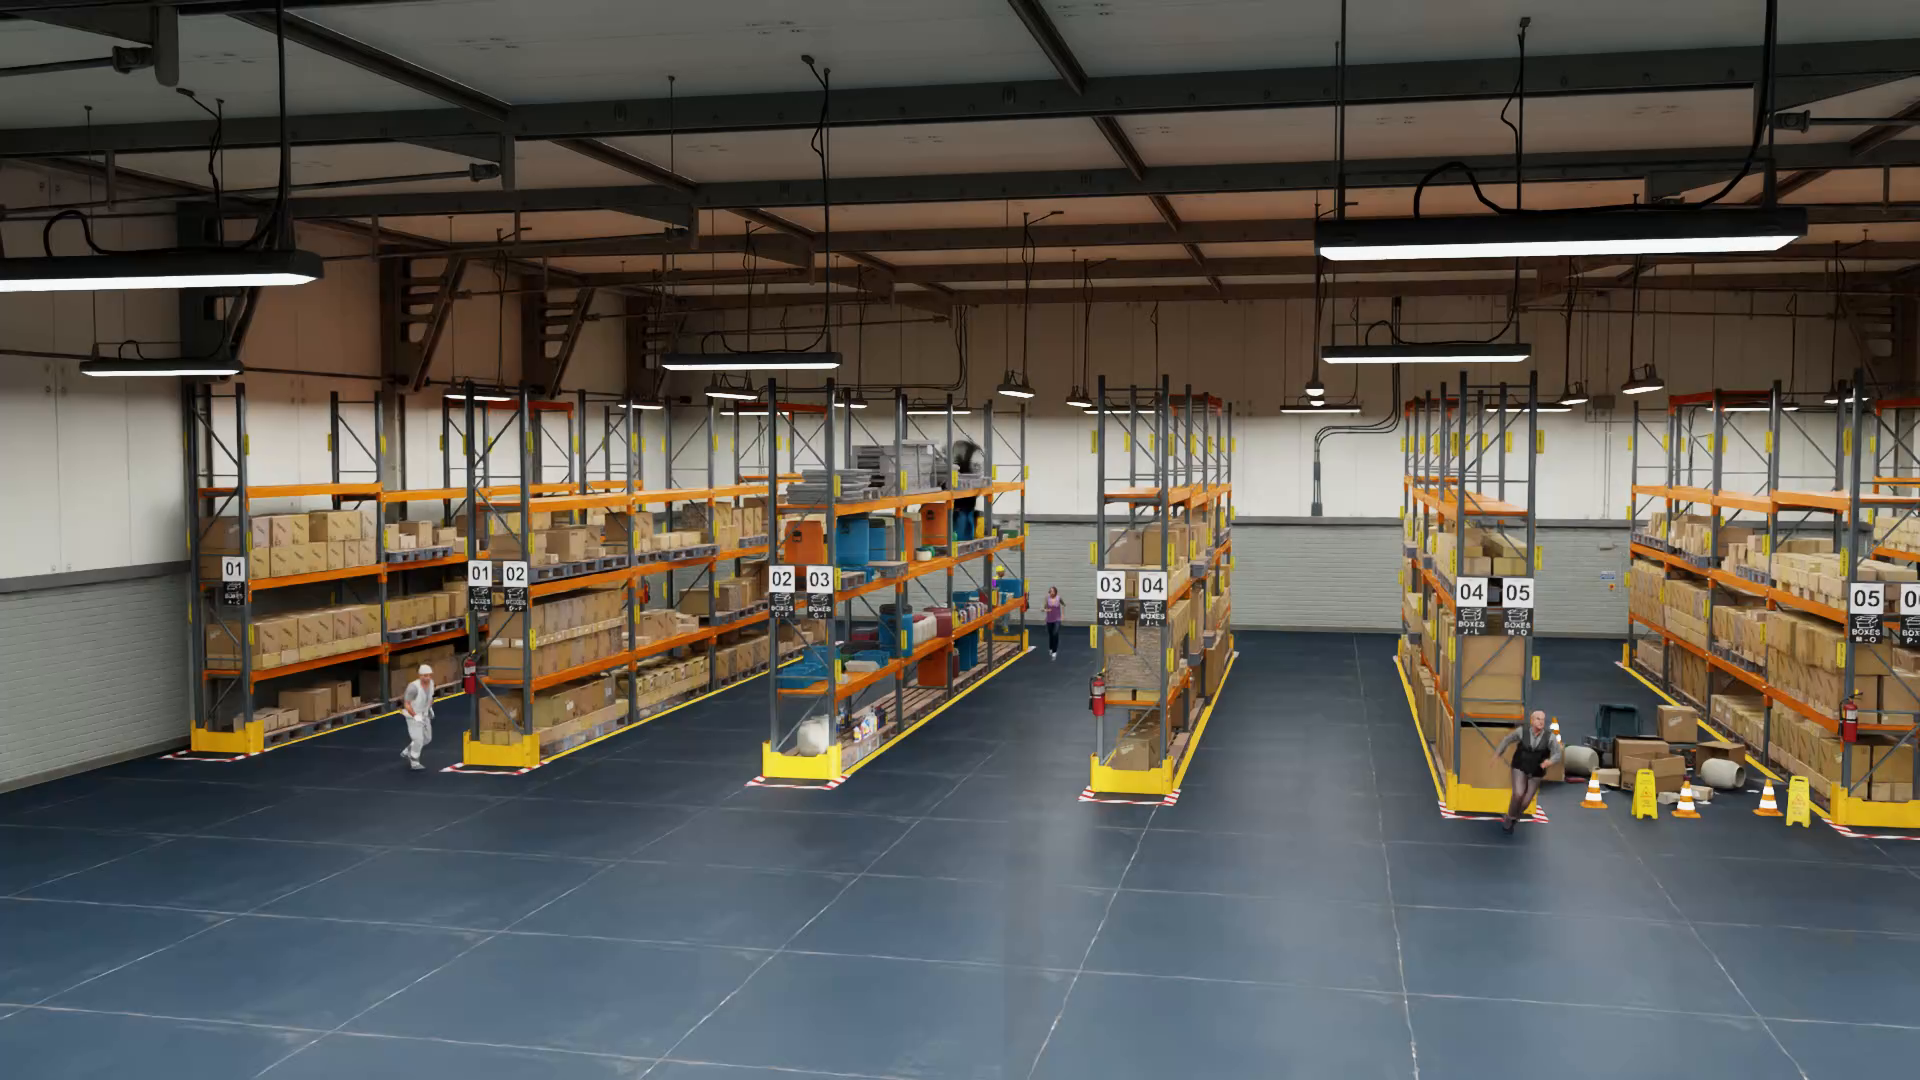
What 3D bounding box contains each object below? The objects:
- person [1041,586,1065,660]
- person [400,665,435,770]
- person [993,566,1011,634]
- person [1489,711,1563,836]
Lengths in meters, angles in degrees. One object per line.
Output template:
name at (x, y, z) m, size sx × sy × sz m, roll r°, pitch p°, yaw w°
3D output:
person at (2.088, 1.832, 37.244) m, size 0.524 × 1.615 × 0.805 m, roll 0°, pitch 3°, yaw 8°
person at (-8.332, 2.713, 25.499) m, size 0.849 × 1.668 × 0.663 m, roll 1°, pitch 4°, yaw 23°
person at (1.047, 1.595, 44.184) m, size 0.847 × 1.824 × 0.683 m, roll 2°, pitch 4°, yaw 32°
person at (7.257, 2.985, 21.237) m, size 0.809 × 1.633 × 0.695 m, roll 0°, pitch 3°, yaw 3°
